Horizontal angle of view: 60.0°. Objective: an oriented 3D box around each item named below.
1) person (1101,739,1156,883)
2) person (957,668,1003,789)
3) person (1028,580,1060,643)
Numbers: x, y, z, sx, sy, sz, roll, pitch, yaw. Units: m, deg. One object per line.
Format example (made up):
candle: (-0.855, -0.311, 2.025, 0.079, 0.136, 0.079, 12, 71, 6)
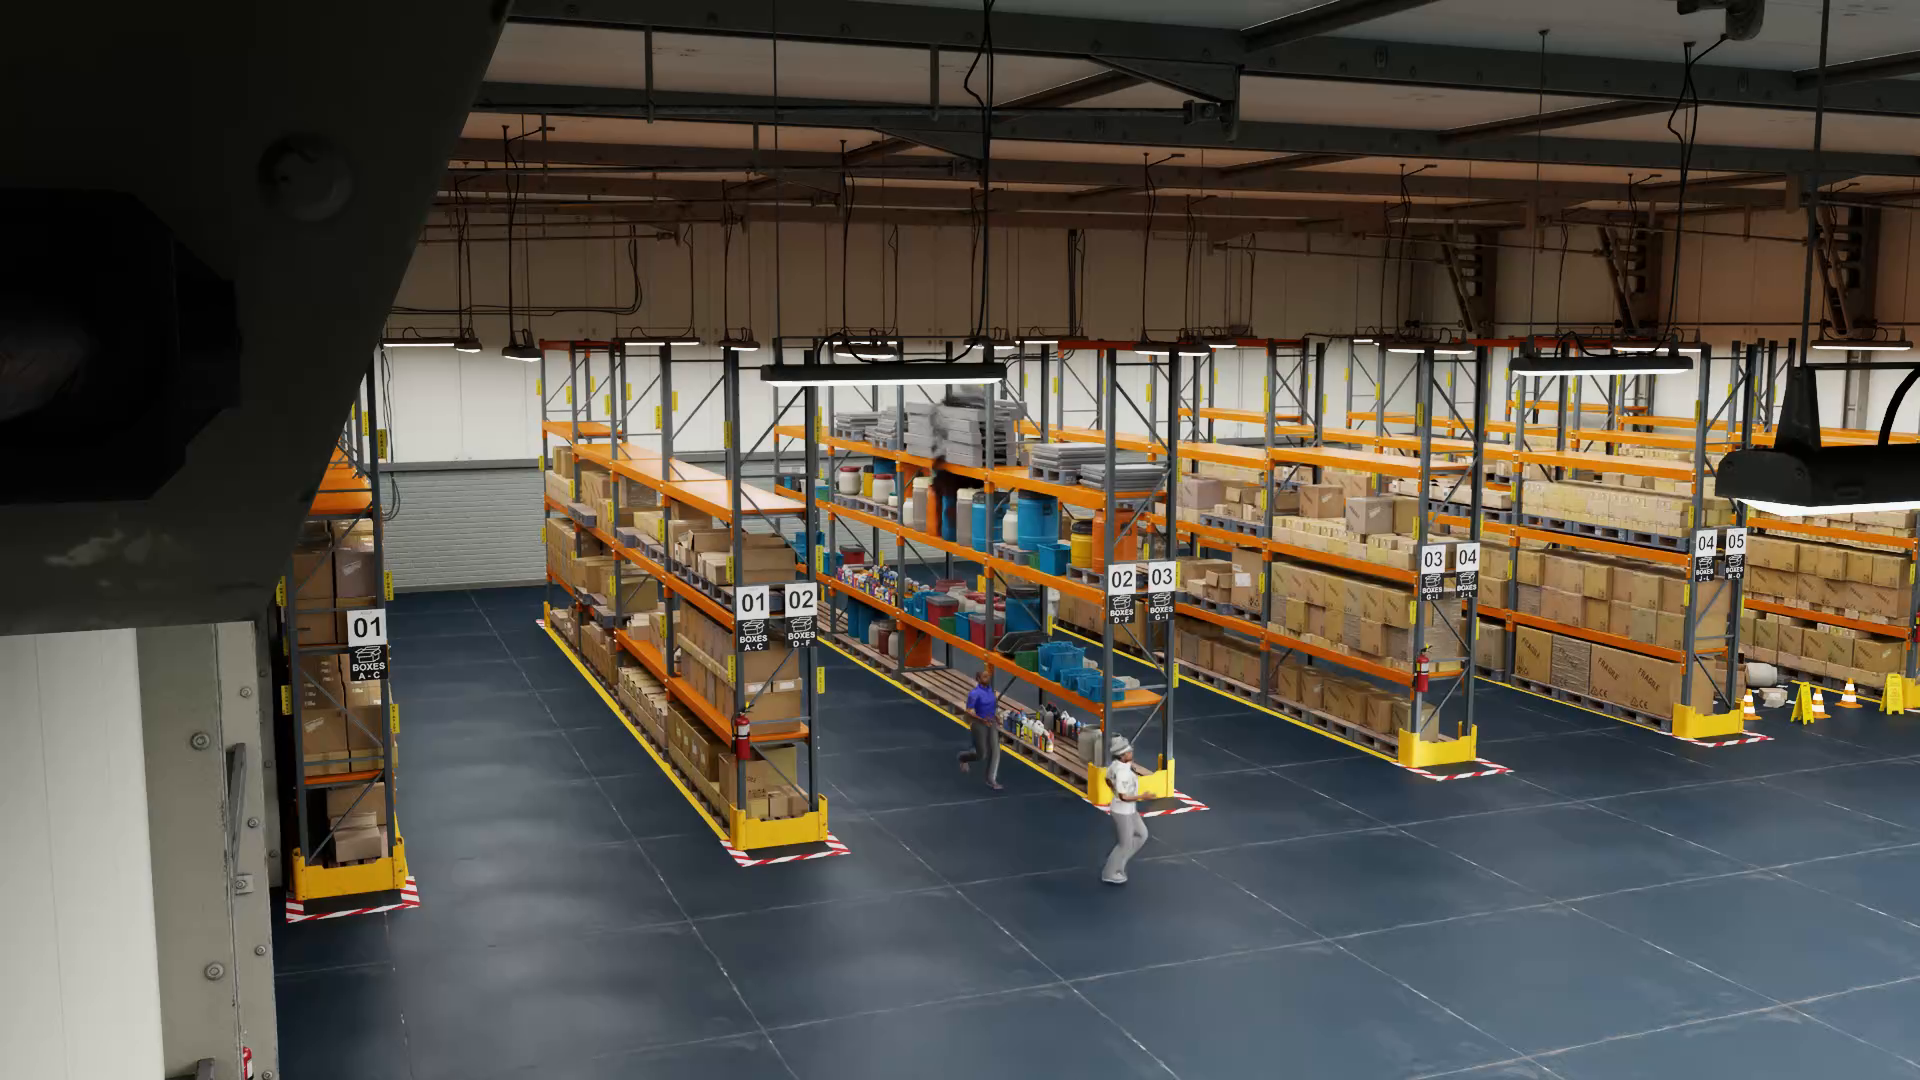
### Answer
person: (1.908, 3.066, 18.795, 0.605, 1.685, 0.560, 1, 7, 6)
person: (0.303, 2.568, 22.862, 0.578, 1.641, 0.782, -7, 10, -45)
person: (1.785, 1.198, 32.826, 0.677, 1.784, 0.720, -4, 8, -29)
